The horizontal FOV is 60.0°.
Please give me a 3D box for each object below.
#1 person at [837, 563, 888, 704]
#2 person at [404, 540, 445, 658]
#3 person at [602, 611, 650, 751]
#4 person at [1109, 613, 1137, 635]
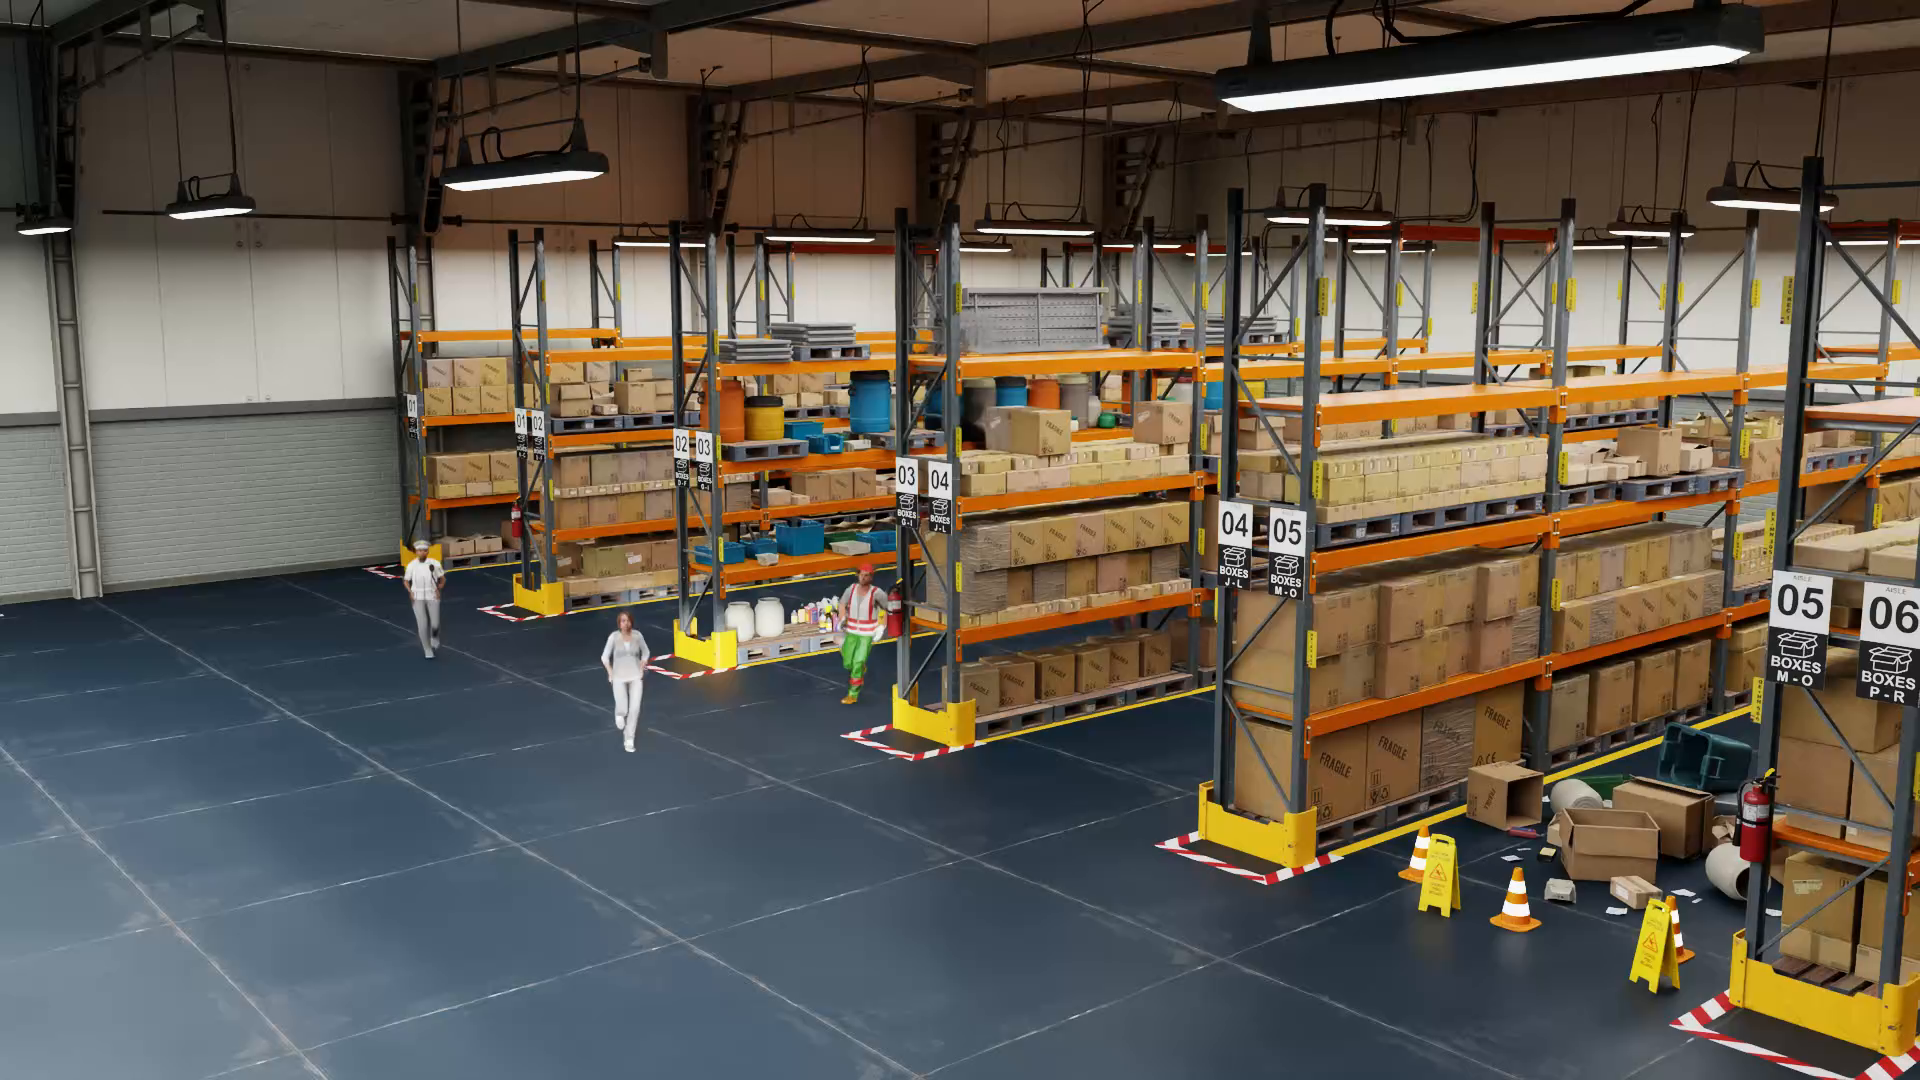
[{"bbox_3d":[-1.171,1.143,20.663,0.704,1.743,0.709,3,9,17],"label":"person"},{"bbox_3d":[-7.428,0.810,23.104,0.555,1.654,0.550,-3,9,-17],"label":"person"},{"bbox_3d":[-3.740,1.565,18.675,0.536,1.544,0.577,-3,9,-18],"label":"person"},{"bbox_3d":[2.389,0.759,23.419,0.661,1.711,0.559,-7,11,-40],"label":"person"}]
